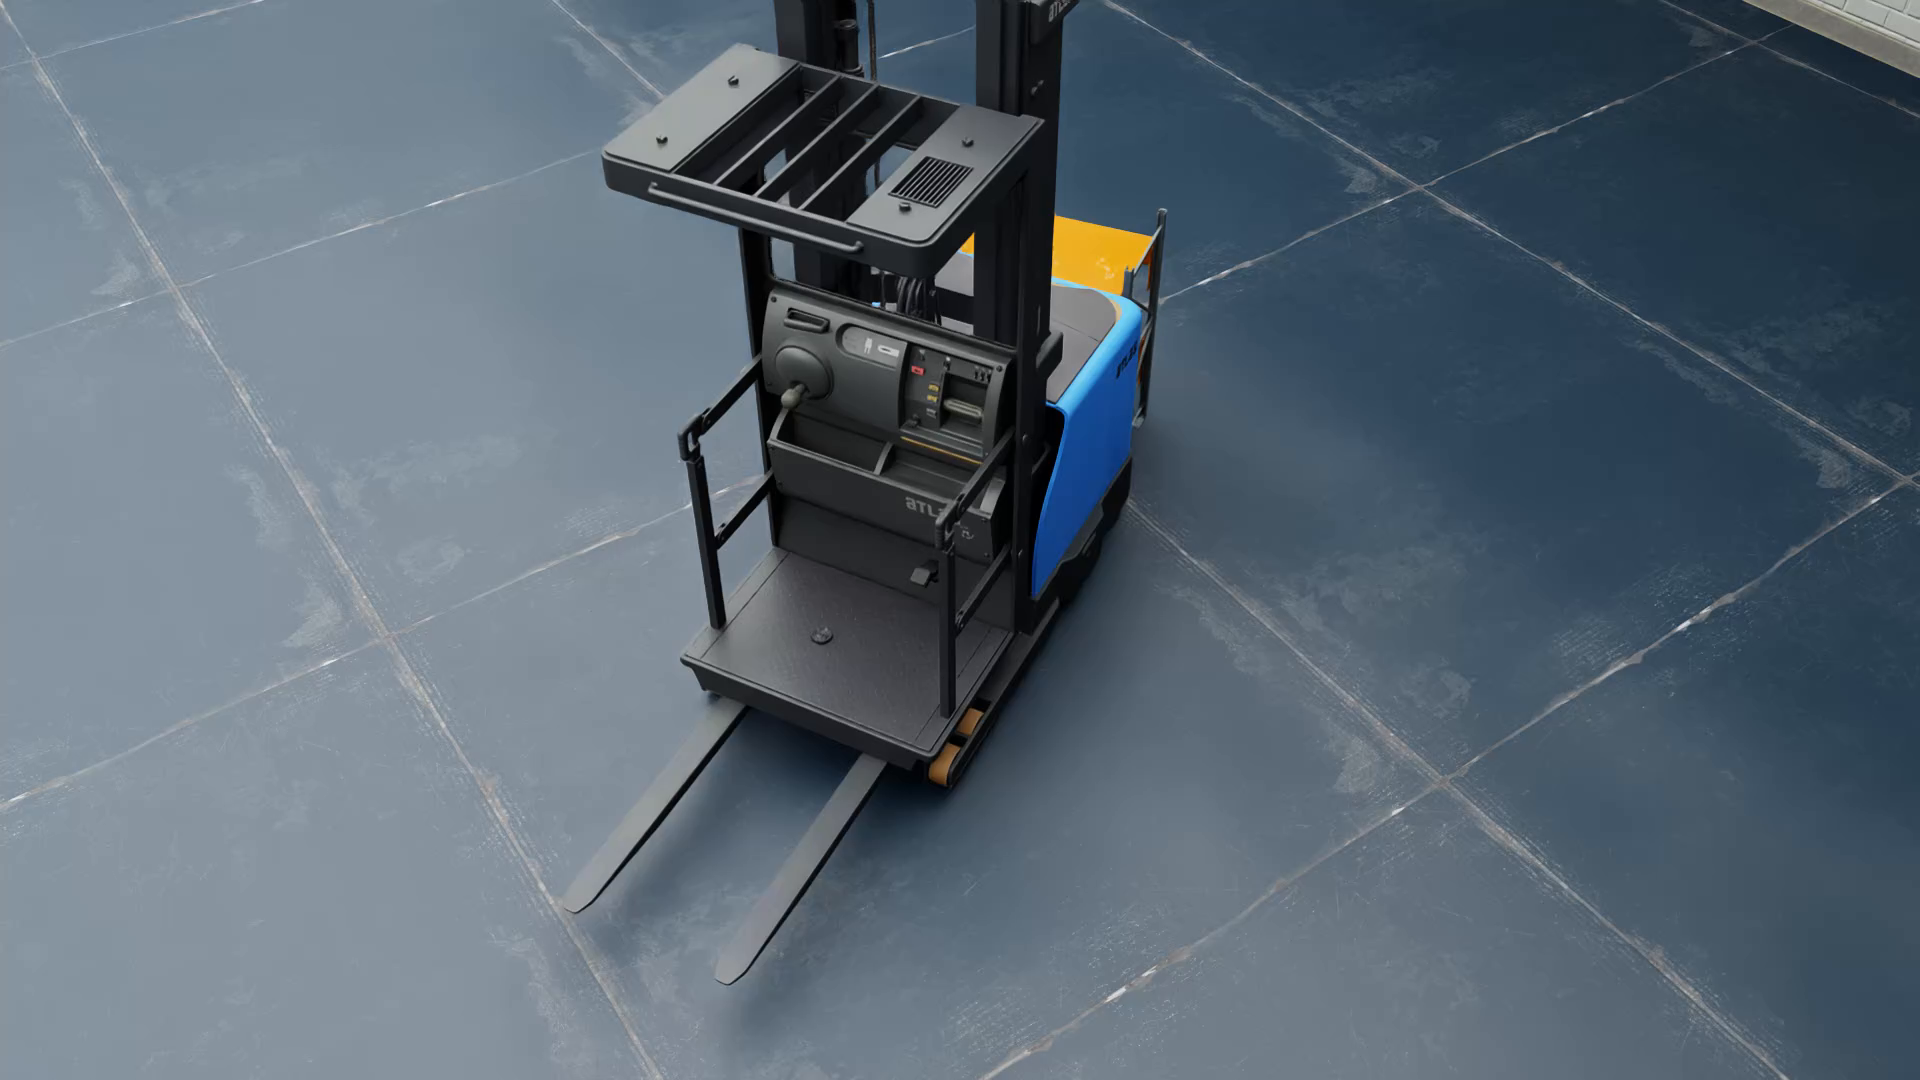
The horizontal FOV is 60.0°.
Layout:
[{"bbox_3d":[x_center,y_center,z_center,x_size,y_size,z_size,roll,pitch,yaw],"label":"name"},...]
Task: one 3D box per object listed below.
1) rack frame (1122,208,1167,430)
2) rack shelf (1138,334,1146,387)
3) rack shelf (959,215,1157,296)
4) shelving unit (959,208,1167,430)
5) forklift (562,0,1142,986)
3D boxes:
[{"bbox_3d":[0.775,-0.846,7.312,0.032,1.125,0.500,16,46,16],"label":"rack frame"},{"bbox_3d":[0.304,-0.801,7.619,1.000,0.278,0.538,16,46,16],"label":"rack shelf"},{"bbox_3d":[0.304,-1.189,7.248,1.000,0.278,0.538,16,46,16],"label":"rack shelf"},{"bbox_3d":[0.304,-0.978,7.450,1.048,1.125,0.538,16,46,16],"label":"shelving unit"},{"bbox_3d":[-0.366,-0.488,5.629,1.130,2.935,3.031,19,47,19],"label":"forklift"}]
